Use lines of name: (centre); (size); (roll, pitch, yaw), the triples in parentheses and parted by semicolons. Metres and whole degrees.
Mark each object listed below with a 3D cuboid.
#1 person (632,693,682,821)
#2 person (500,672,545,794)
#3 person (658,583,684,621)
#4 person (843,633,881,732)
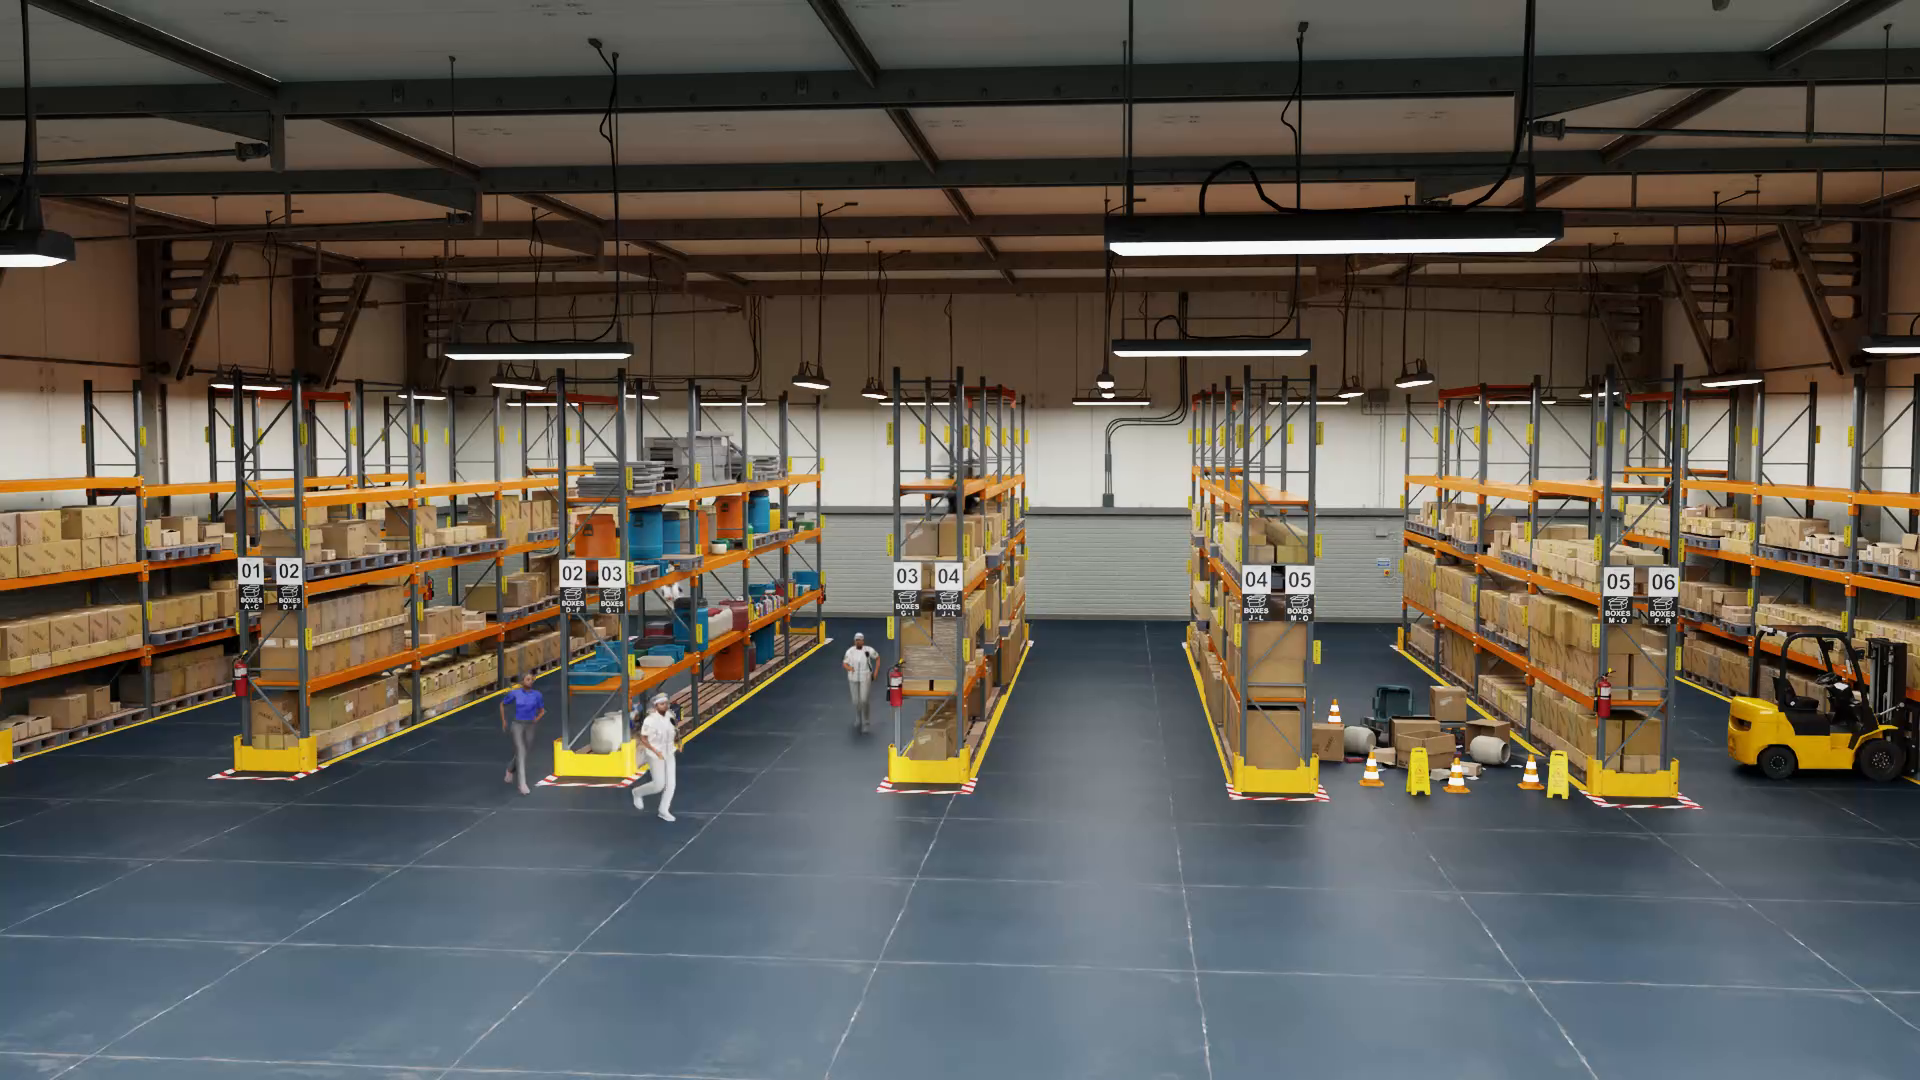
person: (-3.959, 2.824, 21.855); (0.658, 1.686, 0.581); (3, 5, 40)
person: (-6.180, 2.711, 23.638); (0.609, 1.648, 0.836); (-2, 4, -35)
person: (-6.985, 1.618, 40.632); (0.759, 1.688, 0.629); (-1, 4, -15)
person: (-1.694, 2.432, 28.308); (0.599, 1.723, 0.711); (1, 4, 8)
